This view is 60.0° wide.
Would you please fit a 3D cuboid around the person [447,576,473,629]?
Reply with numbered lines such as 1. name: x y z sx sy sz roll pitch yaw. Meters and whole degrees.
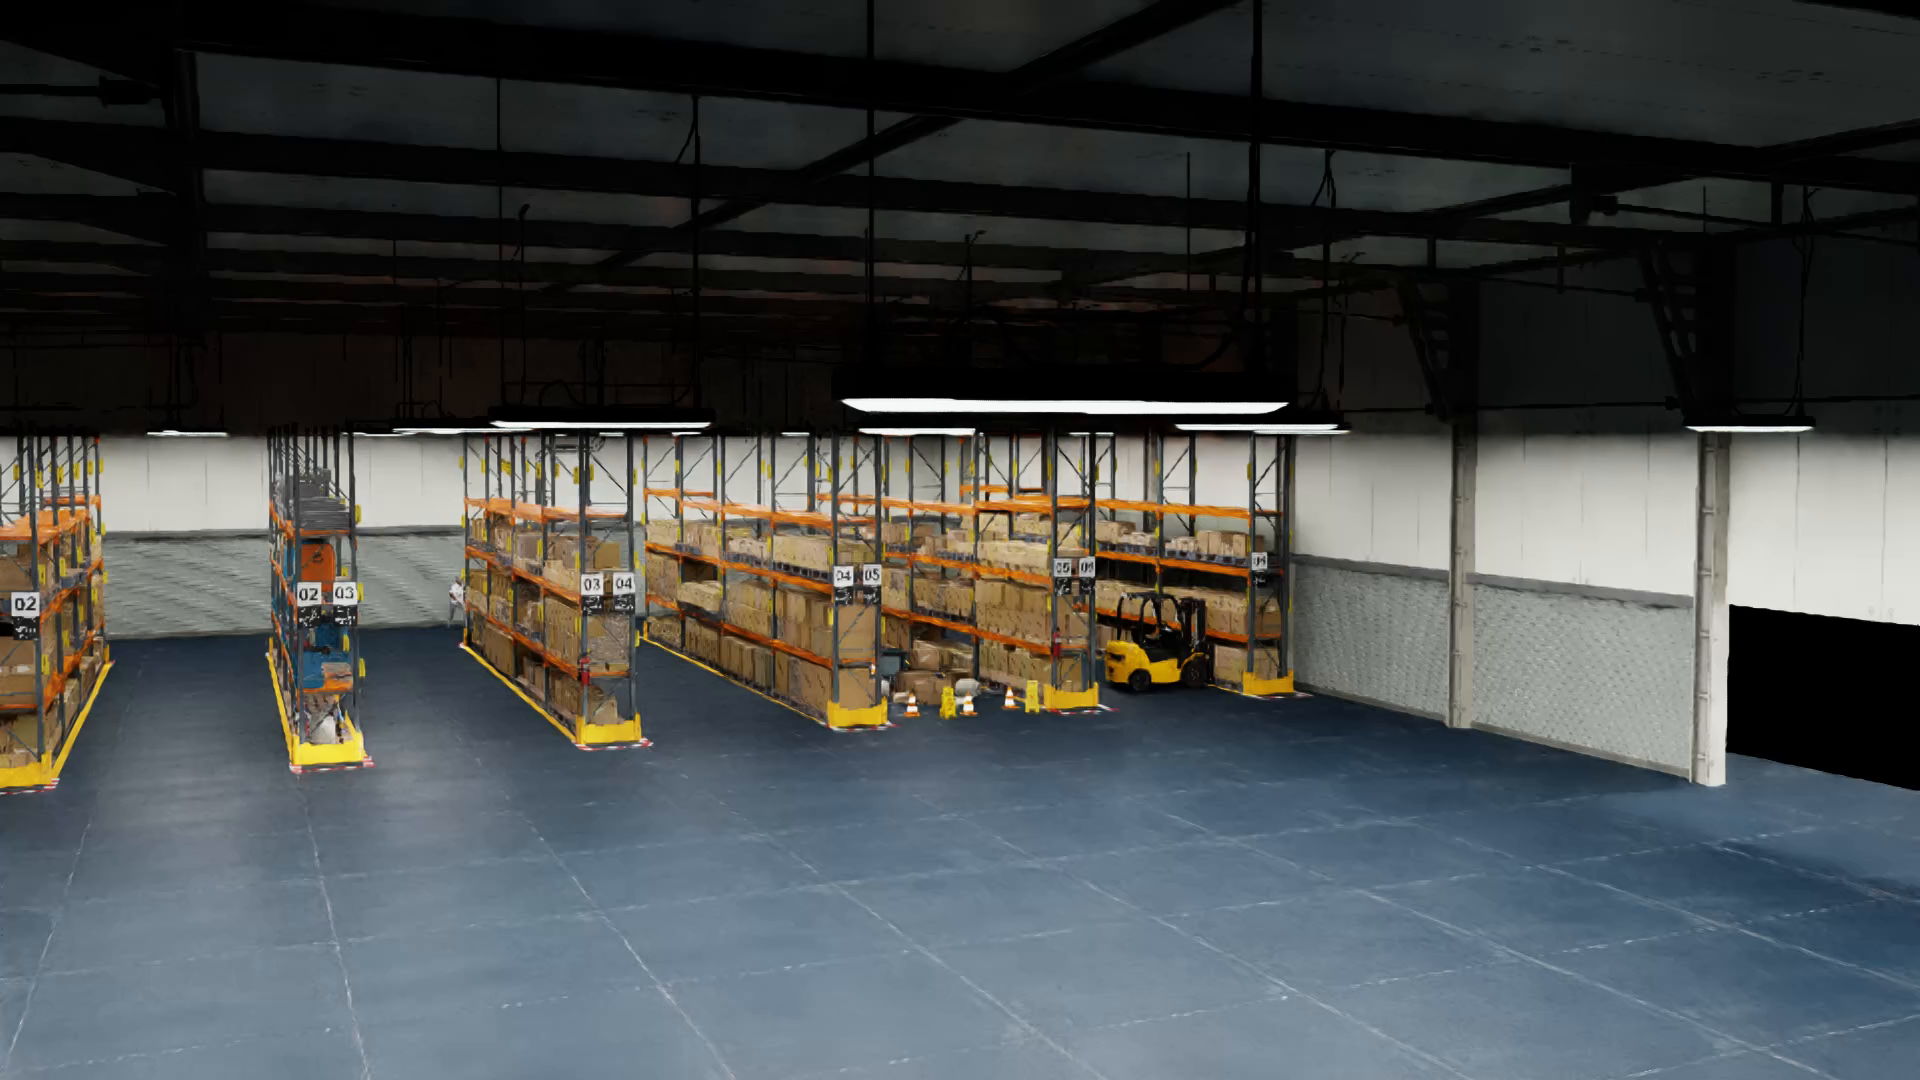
1. person: -15.060 1.863 49.929 0.625 1.608 0.815 -3 5 -42
